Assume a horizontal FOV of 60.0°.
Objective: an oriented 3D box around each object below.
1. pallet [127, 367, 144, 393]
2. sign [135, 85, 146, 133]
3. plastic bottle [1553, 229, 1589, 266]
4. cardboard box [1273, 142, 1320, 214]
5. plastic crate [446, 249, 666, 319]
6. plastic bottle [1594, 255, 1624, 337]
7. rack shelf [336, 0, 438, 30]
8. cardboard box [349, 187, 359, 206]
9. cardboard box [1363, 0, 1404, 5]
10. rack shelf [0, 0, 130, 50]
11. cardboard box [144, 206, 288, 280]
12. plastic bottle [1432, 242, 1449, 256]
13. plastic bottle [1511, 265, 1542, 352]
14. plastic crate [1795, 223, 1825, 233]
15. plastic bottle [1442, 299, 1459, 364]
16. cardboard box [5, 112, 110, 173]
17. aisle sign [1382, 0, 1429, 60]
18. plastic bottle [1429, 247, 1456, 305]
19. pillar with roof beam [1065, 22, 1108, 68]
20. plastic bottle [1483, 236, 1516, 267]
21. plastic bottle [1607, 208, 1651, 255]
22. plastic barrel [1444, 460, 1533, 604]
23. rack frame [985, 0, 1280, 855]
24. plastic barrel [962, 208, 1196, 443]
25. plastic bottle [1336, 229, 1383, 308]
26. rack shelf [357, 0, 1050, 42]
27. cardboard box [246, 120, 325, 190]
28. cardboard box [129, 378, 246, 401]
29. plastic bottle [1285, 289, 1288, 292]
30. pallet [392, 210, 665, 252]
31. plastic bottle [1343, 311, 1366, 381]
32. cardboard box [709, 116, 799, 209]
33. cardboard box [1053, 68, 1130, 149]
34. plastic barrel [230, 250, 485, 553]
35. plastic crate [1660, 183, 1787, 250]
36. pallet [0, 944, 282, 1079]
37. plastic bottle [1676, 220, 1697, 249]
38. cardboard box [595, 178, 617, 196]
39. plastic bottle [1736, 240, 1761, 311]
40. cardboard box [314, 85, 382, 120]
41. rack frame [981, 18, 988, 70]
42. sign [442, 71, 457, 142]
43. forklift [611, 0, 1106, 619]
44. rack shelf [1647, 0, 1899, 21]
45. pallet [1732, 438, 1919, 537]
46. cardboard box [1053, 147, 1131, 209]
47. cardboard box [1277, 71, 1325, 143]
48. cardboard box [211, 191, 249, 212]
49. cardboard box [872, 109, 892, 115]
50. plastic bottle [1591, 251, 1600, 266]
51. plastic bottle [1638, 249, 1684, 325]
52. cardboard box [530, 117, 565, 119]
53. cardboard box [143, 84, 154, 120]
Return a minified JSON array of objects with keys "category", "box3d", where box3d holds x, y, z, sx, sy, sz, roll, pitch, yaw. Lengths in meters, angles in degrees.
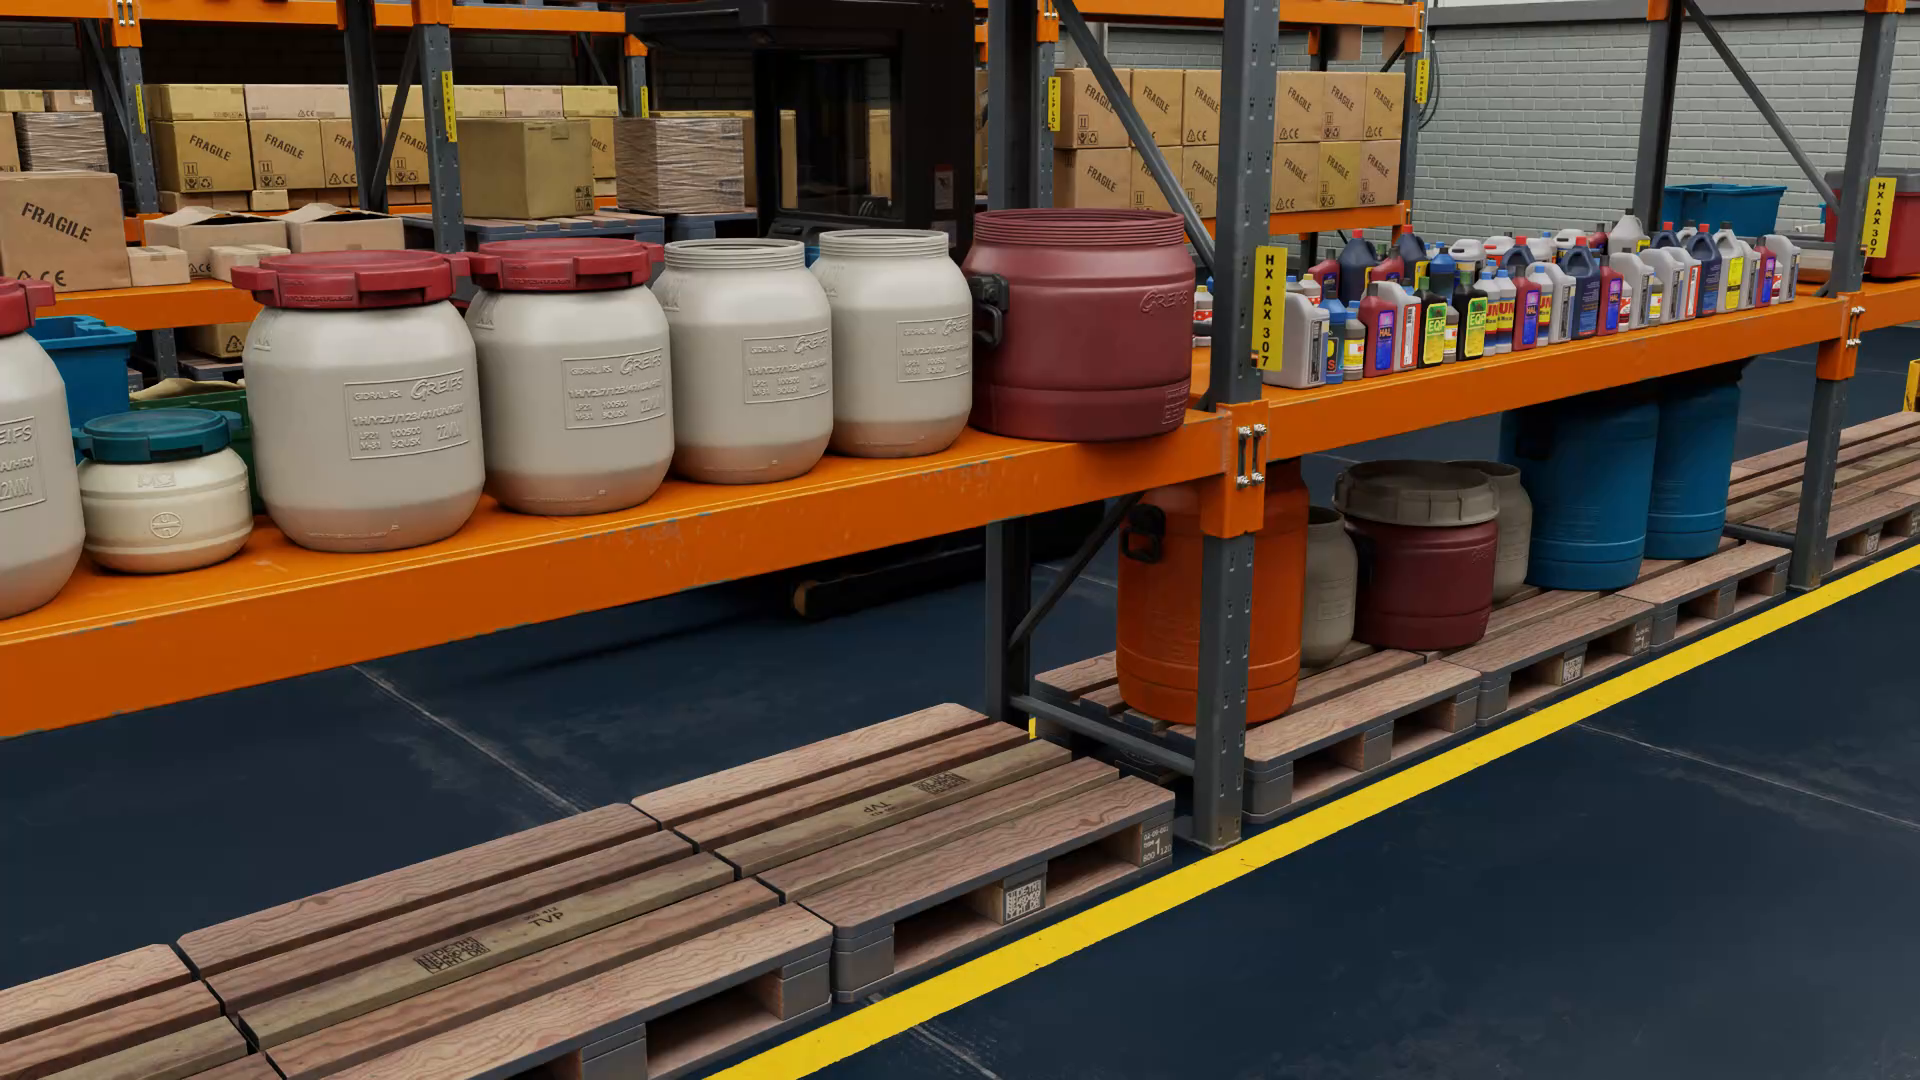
[{"category":"pallet","box3d":[-6.639,-1.092,11.928,1.213,0.211,1.003,-13,19,-39]},{"category":"sign","box3d":[-5.685,-2.988,11.534,0.005,0.325,0.100,-13,19,-39]},{"category":"plastic bottle","box3d":[2.597,-1.194,7.147,0.135,0.276,0.152,-13,19,-39]},{"category":"cardboard box","box3d":[2.313,-2.710,12.389,0.500,0.500,0.500,-12,19,-39]},{"category":"plastic crate","box3d":[-0.965,-0.459,4.032,0.583,0.464,0.402,-13,19,-39]},{"category":"plastic bottle","box3d":[2.310,-0.876,5.944,0.133,0.283,0.061,-13,19,-39]},{"category":"rack shelf","box3d":[-4.303,-2.370,6.892,4.000,0.370,1.077,-13,19,-39]},{"category":"cardboard box","box3d":[-4.696,-2.693,12.969,0.250,0.149,0.380,-12,19,-39]},{"category":"cardboard box","box3d":[3.027,-4.201,12.642,0.500,0.250,0.500,-13,19,-39]},{"category":"rack shelf","box3d":[-7.557,-3.334,10.500,4.000,0.370,1.077,-13,19,-39]},{"category":"cardboard box","box3d":[-3.596,-1.450,8.040,0.500,0.311,0.500,-13,20,-40]},{"category":"plastic bottle","box3d":[1.894,-1.043,6.592,0.097,0.271,0.097,0,15,0]},{"category":"plastic bottle","box3d":[1.895,-0.783,5.595,0.133,0.283,0.061,-13,19,-39]},{"category":"plastic crate","box3d":[4.589,-1.575,8.729,0.466,0.136,0.293,-13,19,-39]},{"category":"plastic bottle","box3d":[1.549,-0.672,5.338,0.097,0.201,0.097,0,15,0]},{"category":"cardboard box","box3d":[-6.396,-2.750,11.687,0.700,0.500,0.500,13,20,40]},{"category":"aisle sign","box3d":[3.494,-4.170,13.013,0.004,0.787,0.394,-13,19,-39]},{"category":"plastic bottle","box3d":[1.842,-0.982,6.363,0.097,0.271,0.097,0,15,0]},{"category":"pillar with roof beam","box3d":[4.282,-6.612,15.567,0.400,9.000,9.100,-13,19,-39]},{"category":"plastic bottle","box3d":[2.175,-1.099,6.792,0.135,0.276,0.152,-13,19,-39]},{"category":"plastic bottle","box3d":[2.964,-1.293,7.373,0.185,0.351,0.144,-13,19,-39]},{"category":"plastic barrel","box3d":[2.032,-0.034,6.571,0.421,0.512,0.421,0,15,0]},{"category":"rack frame","box3d":[0.455,-0.642,4.842,0.127,3.000,1.000,-13,19,-39]},{"category":"plastic barrel","box3d":[0.304,-0.570,4.309,0.708,0.536,0.600,-13,19,-39]},{"category":"plastic bottle","box3d":[1.490,-0.983,6.211,0.185,0.351,0.144,-13,19,-39]},{"category":"rack shelf","box3d":[-1.285,-3.048,9.429,4.000,0.370,1.077,-13,19,-39]},{"category":"cardboard box","box3d":[-5.113,-2.892,12.456,0.500,0.500,0.500,-12,19,-38]},{"category":"cardboard box","box3d":[-3.772,-0.630,8.225,0.500,0.311,0.500,-13,20,-41]},{"category":"plastic bottle","box3d":[1.120,-0.835,5.950,0.097,0.201,0.097,0,15,0]},{"category":"pallet","box3d":[-2.329,-1.643,8.960,1.003,0.211,1.213,-13,19,-39]},{"category":"plastic bottle","box3d":[1.172,-0.587,5.022,0.097,0.201,0.097,0,15,0]},{"category":"cardboard box","box3d":[-1.069,-2.225,9.759,0.700,0.500,0.500,10,18,33]},{"category":"cardboard box","box3d":[0.764,-2.841,10.943,0.500,0.500,0.500,-12,19,-38]},{"category":"plastic barrel","box3d":[-1.143,-0.274,3.200,0.433,0.535,0.433,0,15,0]},{"category":"plastic crate","box3d":[3.601,-1.487,7.918,0.575,0.384,0.392,-13,19,-39]},{"category":"pallet","box3d":[-1.996,1.242,3.191,1.213,0.211,1.003,-13,19,-39]},{"category":"plastic bottle","box3d":[2.899,-1.105,6.669,0.185,0.351,0.144,-13,19,-39]},{"category":"cardboard box","box3d":[-3.100,-3.024,14.208,0.250,0.149,0.380,-12,19,-39]},{"category":"plastic bottle","box3d":[3.112,-1.068,6.678,0.135,0.276,0.152,-13,19,-39]},{"category":"cardboard box","box3d":[-4.757,-3.338,12.673,0.500,0.250,0.500,-12,19,-39]},{"category":"rack frame","box3d":[-0.013,-3.926,17.136,0.127,3.000,1.000,-13,19,-39]},{"category":"sign","box3d":[-2.427,-2.059,7.903,0.005,0.325,0.100,-13,19,-39]},{"category":"forklift","box3d":[-0.733,-1.233,7.188,3.031,2.935,1.130,-13,20,-40]},{"category":"rack shelf","box3d":[1.964,-2.083,5.816,4.000,0.370,1.077,-13,19,-39]},{"category":"pallet","box3d":[4.922,-0.313,9.011,1.213,0.211,1.003,-13,19,-39]},{"category":"cardboard box","box3d":[0.787,-2.366,11.103,0.500,0.500,0.500,-12,19,-38]},{"category":"cardboard box","box3d":[2.317,-3.190,12.250,0.500,0.500,0.500,-12,19,-38]},{"category":"cardboard box","box3d":[-5.452,-2.511,12.286,0.250,0.149,0.380,-12,19,-39]},{"category":"cardboard box","box3d":[-0.933,-3.857,16.297,0.700,0.700,0.980,-13,20,-40]},{"category":"plastic bottle","box3d":[2.359,-0.940,6.205,0.097,0.271,0.097,0,15,0]},{"category":"plastic bottle","box3d":[2.630,-0.960,6.272,0.135,0.276,0.152,-13,19,-39]},{"category":"cardboard box","box3d":[-3.592,-3.235,13.738,0.500,0.500,0.500,-12,19,-39]},{"category":"cardboard box","box3d":[-5.876,-3.262,12.388,0.500,0.250,0.500,-12,19,-38]}]
